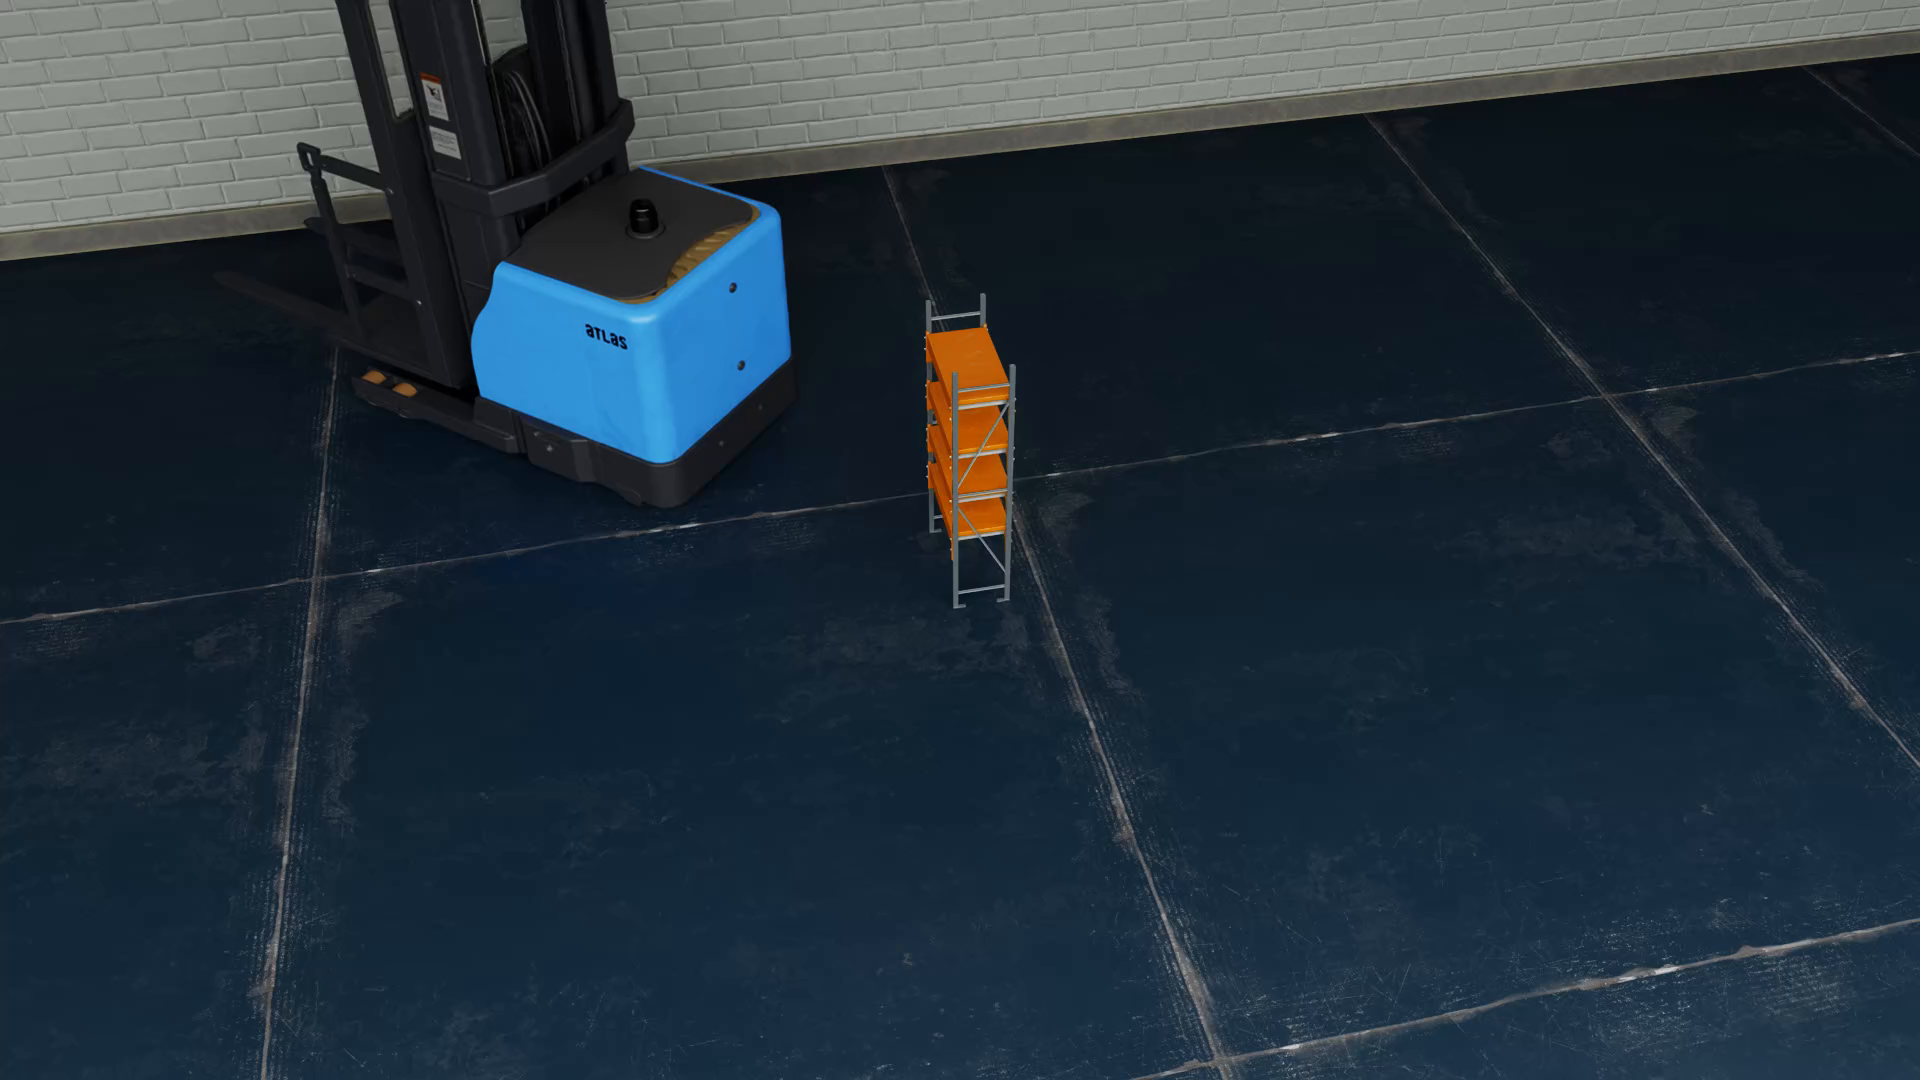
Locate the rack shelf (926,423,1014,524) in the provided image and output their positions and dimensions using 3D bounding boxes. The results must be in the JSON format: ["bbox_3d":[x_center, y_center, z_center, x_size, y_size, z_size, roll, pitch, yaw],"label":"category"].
[{"bbox_3d":[0.036,-0.291,6.775,0.258,0.148,0.480,-8,42,-9],"label":"rack shelf"}]

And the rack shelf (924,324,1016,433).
[{"bbox_3d":[0.036,-0.635,6.470,0.258,0.148,0.480,-8,42,-9],"label":"rack shelf"}]

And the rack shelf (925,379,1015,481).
[{"bbox_3d":[0.036,-0.458,6.627,0.258,0.148,0.480,-8,42,-9],"label":"rack shelf"}]

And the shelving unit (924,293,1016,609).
[{"bbox_3d":[0.036,-0.341,6.731,0.258,1.200,0.503,-8,42,-9],"label":"shelving unit"}]

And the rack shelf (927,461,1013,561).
[{"bbox_3d":[0.036,-0.143,6.907,0.258,0.148,0.480,-8,42,-9],"label":"rack shelf"}]

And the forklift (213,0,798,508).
[{"bbox_3d":[-2.307,-1.958,7.248,3.031,2.935,1.130,21,46,22],"label":"forklift"}]

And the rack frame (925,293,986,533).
[{"bbox_3d":[-0.017,-0.500,6.909,0.240,1.200,0.015,-8,42,-9],"label":"rack frame"}]

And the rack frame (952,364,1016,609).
[{"bbox_3d":[0.088,-0.183,6.553,0.240,1.200,0.015,-8,42,-9],"label":"rack frame"}]
